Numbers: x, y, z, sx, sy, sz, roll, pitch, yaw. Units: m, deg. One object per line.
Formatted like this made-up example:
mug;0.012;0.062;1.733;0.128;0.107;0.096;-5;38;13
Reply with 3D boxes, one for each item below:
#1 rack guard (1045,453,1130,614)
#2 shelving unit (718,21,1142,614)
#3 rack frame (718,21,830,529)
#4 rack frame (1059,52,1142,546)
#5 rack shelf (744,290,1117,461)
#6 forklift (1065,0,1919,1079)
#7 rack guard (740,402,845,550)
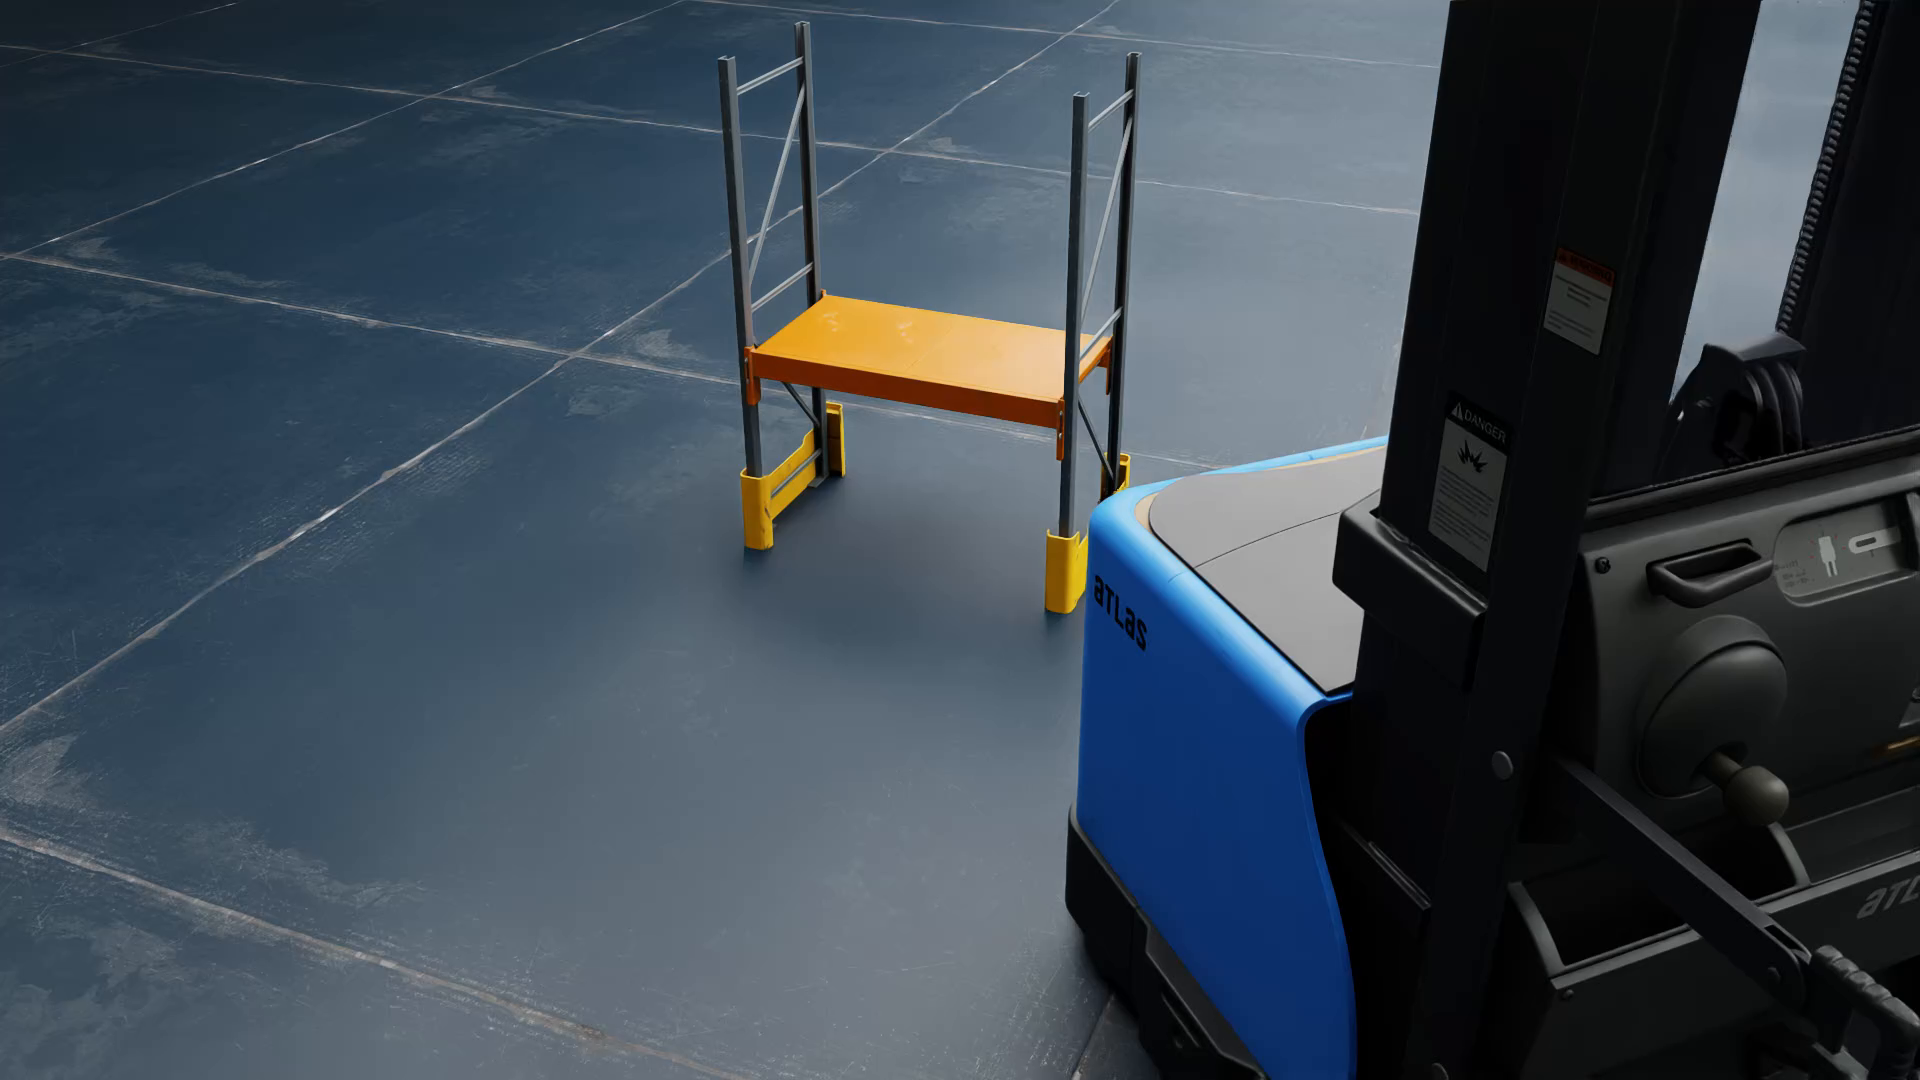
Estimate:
rack guard;0.391;-0.031;5.050;0.087;0.250;0.587;11;31;19
shelving unit;-0.071;-0.667;4.906;1.083;1.500;0.587;11;31;19
rack frame;-0.550;-0.763;5.075;0.032;1.500;0.500;11;31;19
rack frame;0.392;-0.575;4.742;0.032;1.500;0.500;11;31;19
rack shelf;-0.079;-0.512;4.997;1.000;0.185;0.538;11;31;19
forklift;1.273;0.145;2.015;1.130;2.935;3.031;-12;32;-20
rack guard;-0.532;-0.215;5.376;0.087;0.250;0.587;11;31;19
